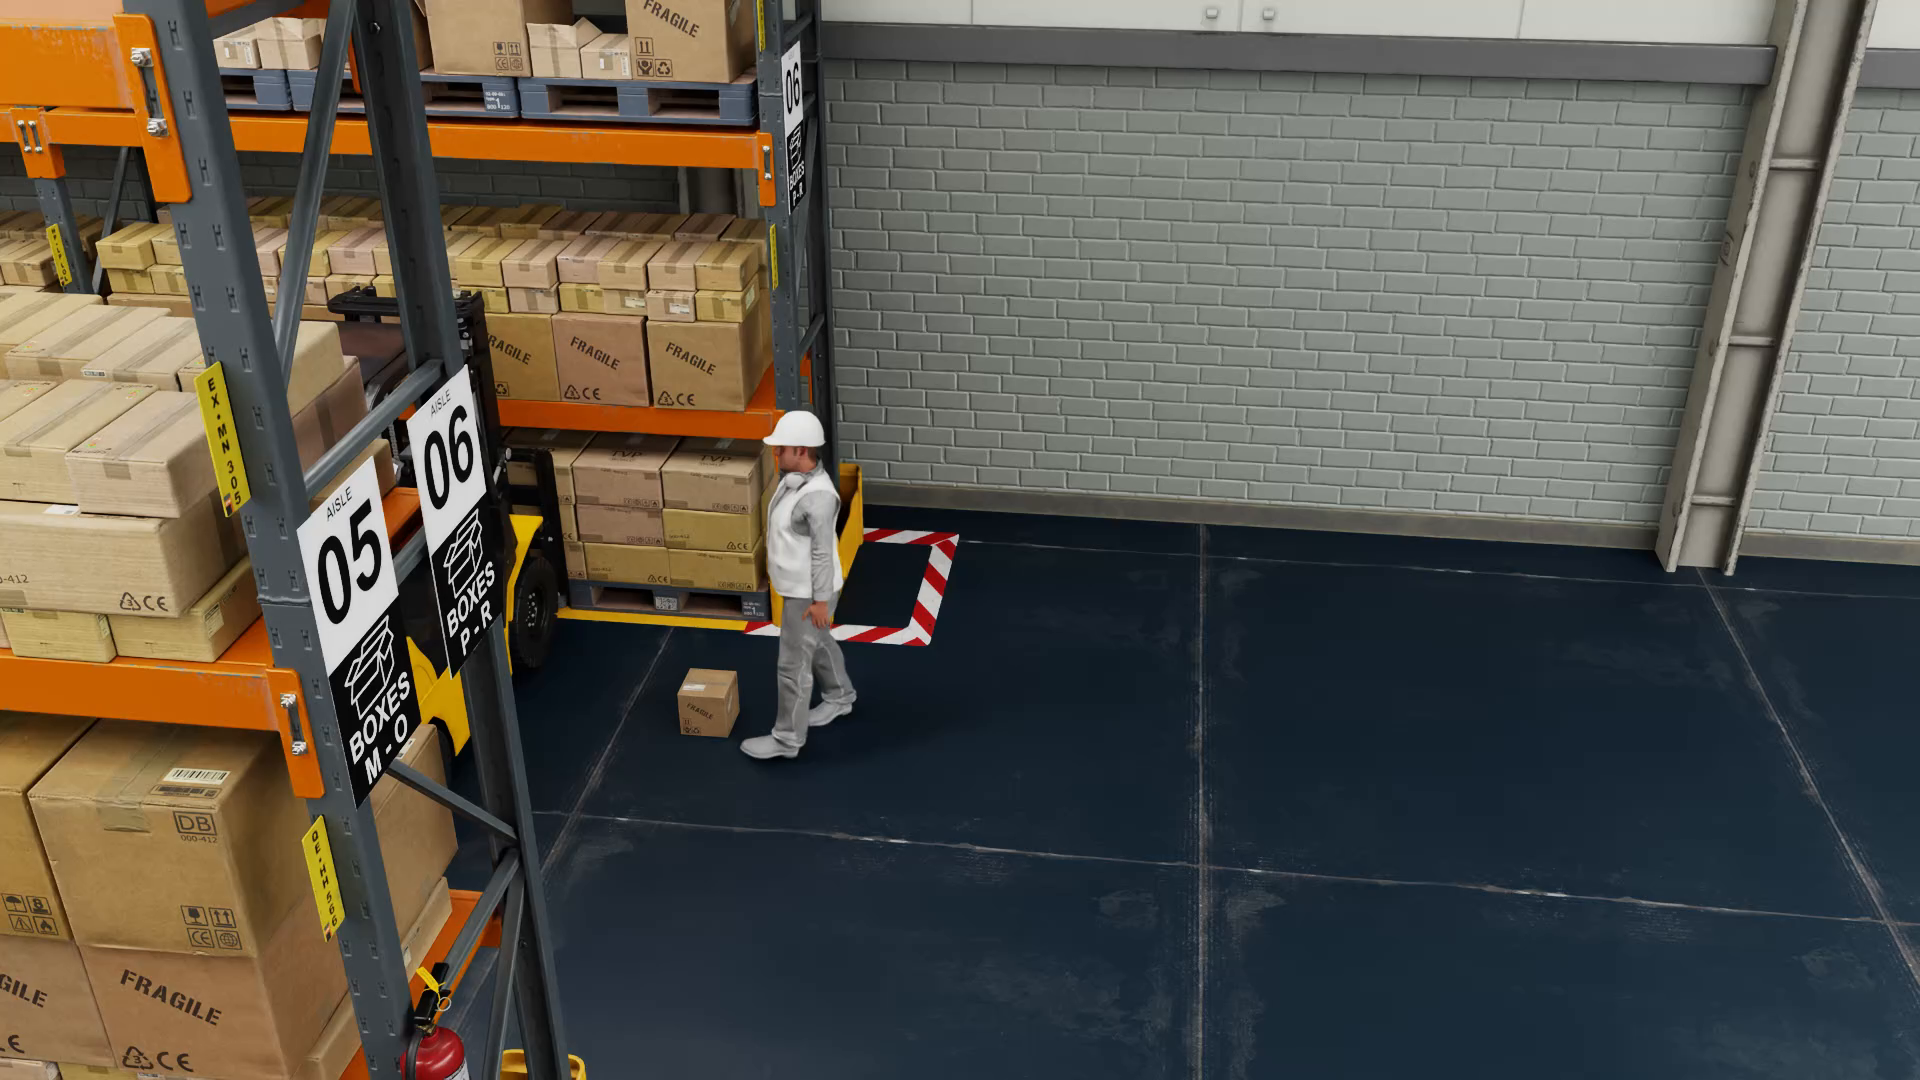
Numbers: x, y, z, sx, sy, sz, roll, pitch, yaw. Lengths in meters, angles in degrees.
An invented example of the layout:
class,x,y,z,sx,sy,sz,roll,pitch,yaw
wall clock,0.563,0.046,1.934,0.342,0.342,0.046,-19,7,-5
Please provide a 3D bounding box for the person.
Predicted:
class,x,y,z,sx,sy,sz,roll,pitch,yaw
person,-0.860,0.213,8.205,0.576,1.786,0.562,-1,28,-2
